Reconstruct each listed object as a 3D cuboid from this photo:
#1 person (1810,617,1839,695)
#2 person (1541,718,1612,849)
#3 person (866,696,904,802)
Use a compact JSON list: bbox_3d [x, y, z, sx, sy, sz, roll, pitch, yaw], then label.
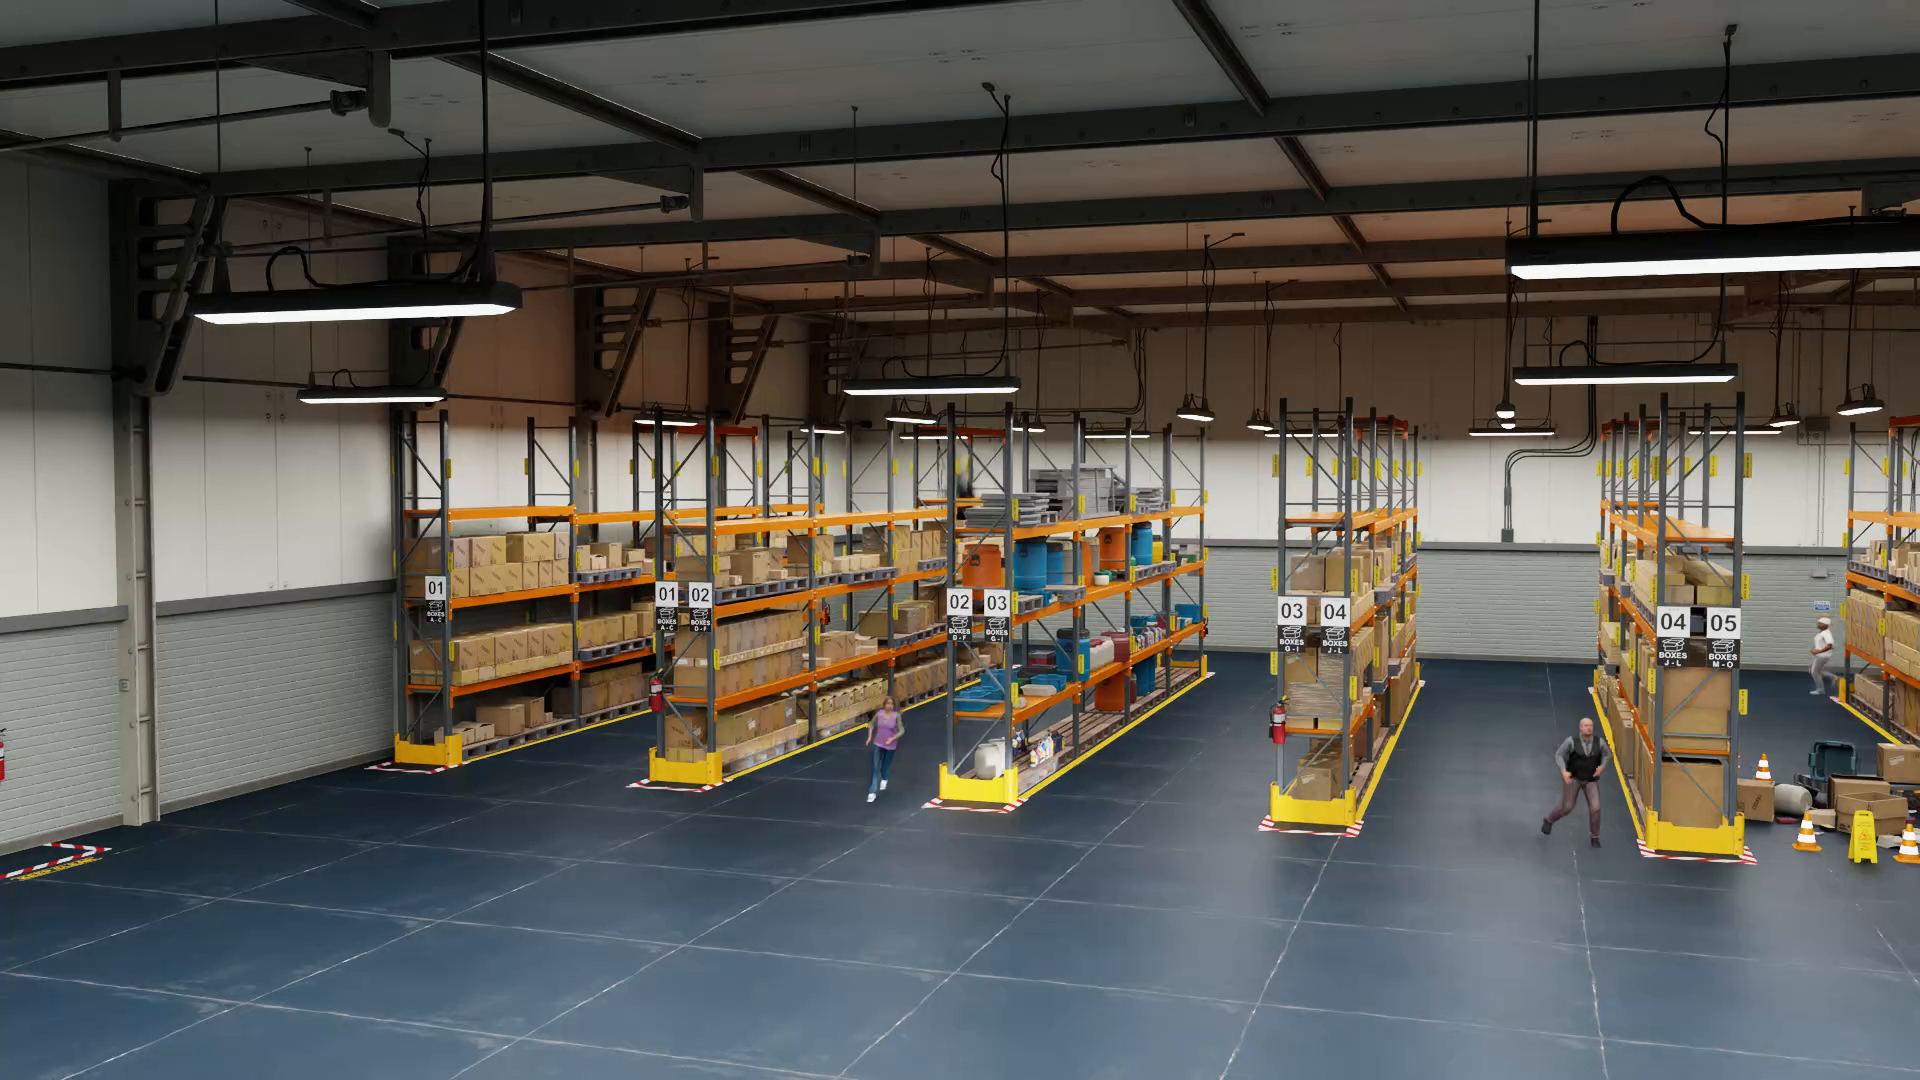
[{"bbox_3d":[19.163,2.573,36.828,0.596,1.729,0.703,1,3,21],"label":"person"},{"bbox_3d":[8.278,3.230,22.230,0.864,1.721,0.674,0,2,2],"label":"person"},{"bbox_3d":[-1.126,3.129,25.189,0.583,1.558,0.835,0,2,6],"label":"person"}]
